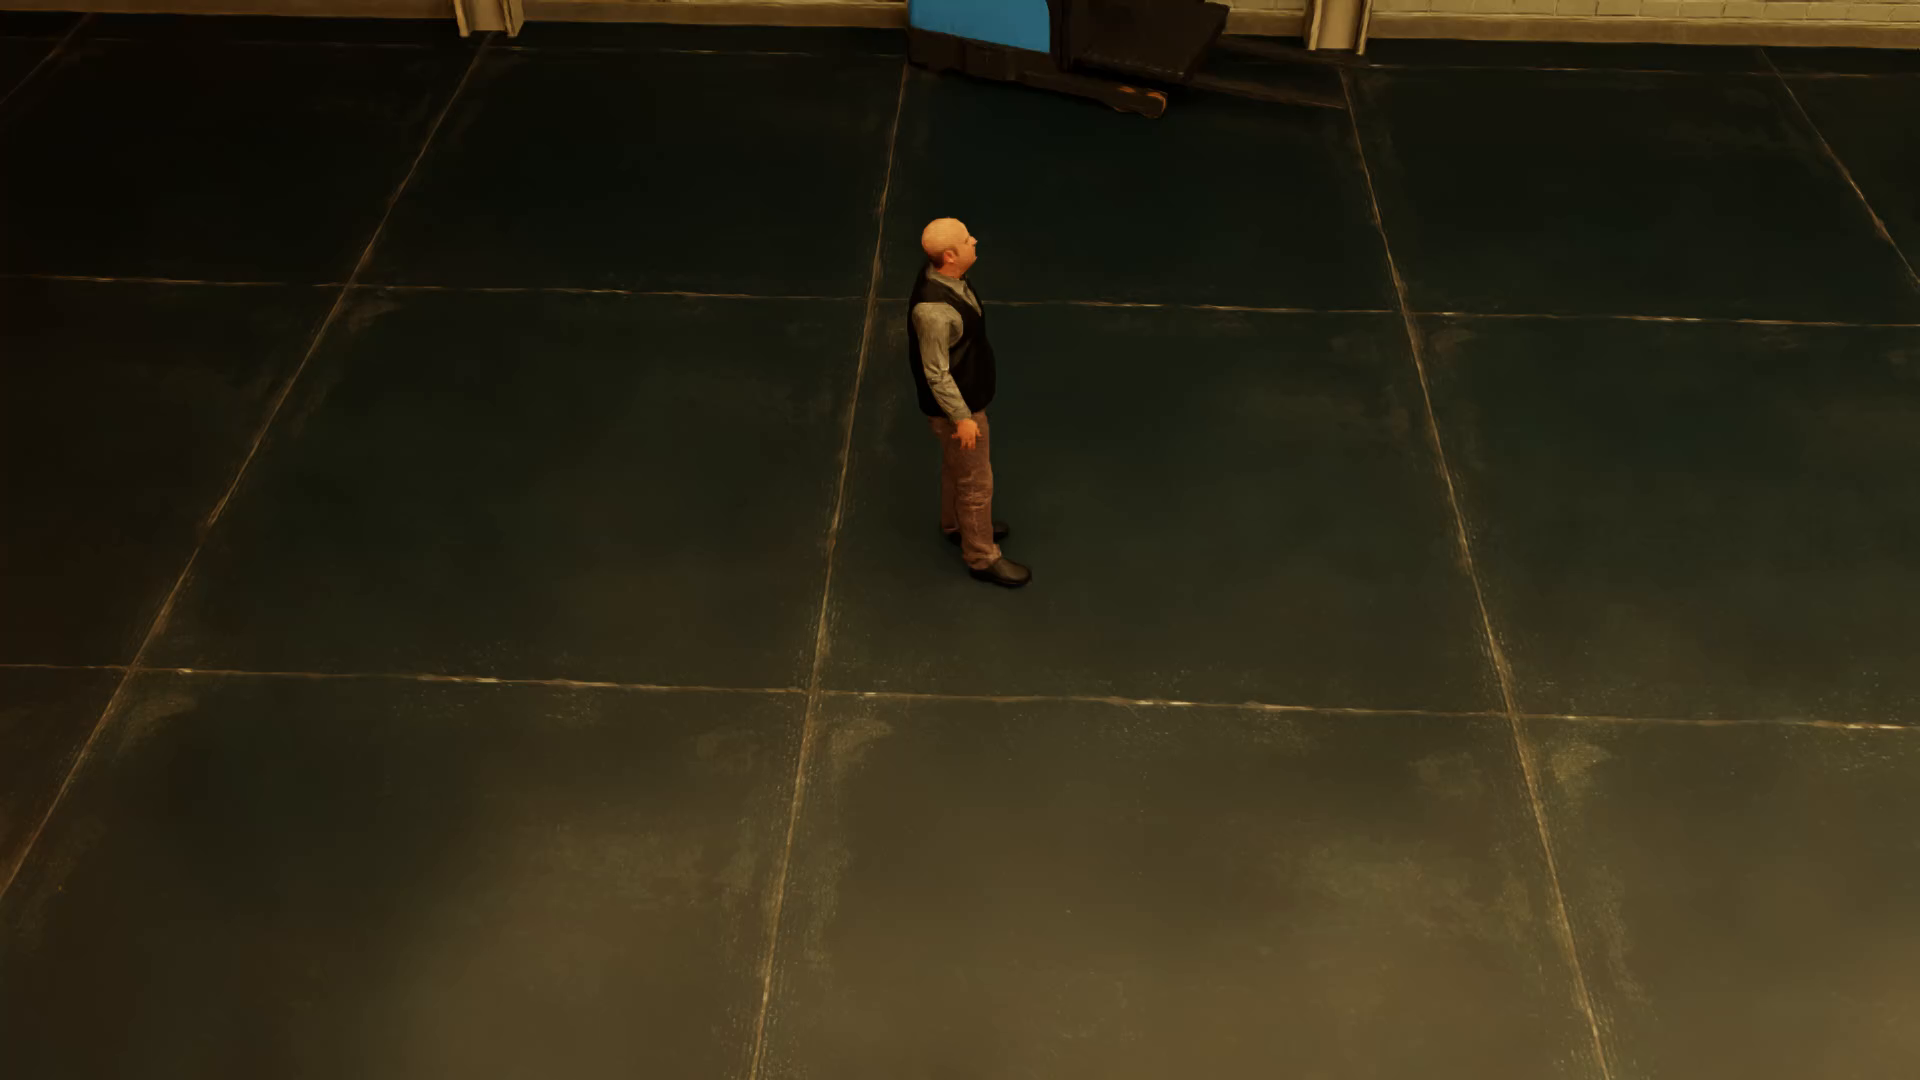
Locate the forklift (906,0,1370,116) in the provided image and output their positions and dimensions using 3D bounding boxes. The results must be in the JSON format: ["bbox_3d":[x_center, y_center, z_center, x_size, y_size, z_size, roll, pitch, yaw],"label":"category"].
[{"bbox_3d":[1.202,-4.268,10.417,3.031,2.935,1.130,16,45,16],"label":"forklift"}]

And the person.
[{"bbox_3d":[0.062,-0.634,7.323,0.567,1.720,0.632,2,42,2],"label":"person"}]
